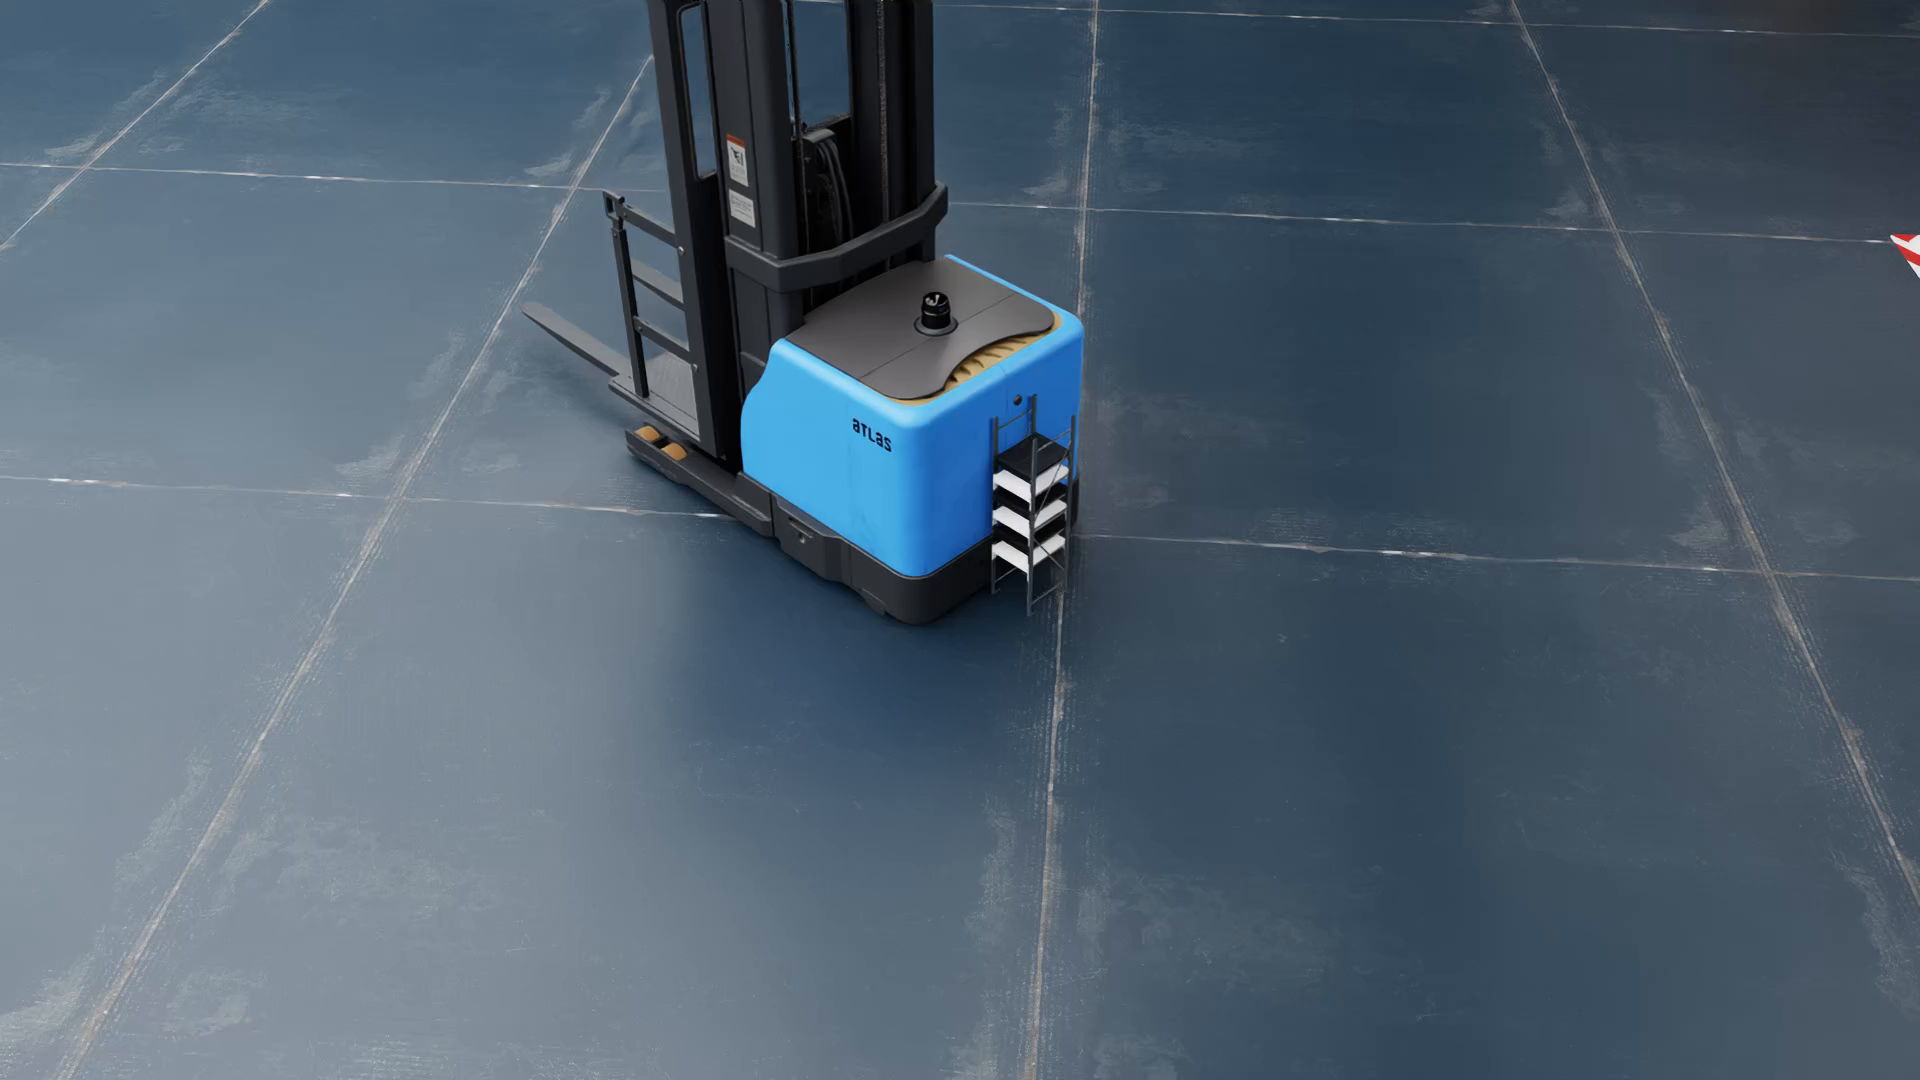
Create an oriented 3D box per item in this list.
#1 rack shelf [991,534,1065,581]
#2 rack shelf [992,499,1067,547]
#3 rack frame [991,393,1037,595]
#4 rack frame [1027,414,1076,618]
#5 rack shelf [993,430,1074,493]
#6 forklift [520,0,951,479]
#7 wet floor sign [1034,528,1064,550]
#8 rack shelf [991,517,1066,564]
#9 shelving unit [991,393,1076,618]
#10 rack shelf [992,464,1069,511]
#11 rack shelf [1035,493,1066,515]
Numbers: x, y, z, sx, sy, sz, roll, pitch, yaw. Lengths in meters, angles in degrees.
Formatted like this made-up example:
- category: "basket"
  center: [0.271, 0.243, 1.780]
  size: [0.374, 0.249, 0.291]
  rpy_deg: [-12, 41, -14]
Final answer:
- category: "rack shelf"
  center: [0.289, 0.038, 6.828]
  size: [0.200, 0.077, 0.258]
  rpy_deg: [32, 49, 33]
- category: "rack shelf"
  center: [0.289, -0.101, 6.714]
  size: [0.200, 0.077, 0.258]
  rpy_deg: [32, 49, 33]
- category: "rack frame"
  center: [0.216, -0.172, 6.749]
  size: [0.006, 0.900, 0.240]
  rpy_deg: [32, 49, 33]
- category: "rack frame"
  center: [0.361, -0.082, 6.638]
  size: [0.006, 0.900, 0.240]
  rpy_deg: [32, 49, 33]
- category: "rack shelf"
  center: [0.289, -0.311, 6.544]
  size: [0.200, 0.077, 0.258]
  rpy_deg: [32, 49, 33]
- category: "forklift"
  center: [-0.925, -1.615, 6.963]
  size: [2.937, 2.867, 1.118]
  rpy_deg: [32, 49, 33]
- category: "wet floor sign"
  center: [2.427, 3.568, 2.356]
  size: [8.923, 0.644, 8.776]
  rpy_deg: [16, 42, 19]
- category: "rack shelf"
  center: [0.289, -0.032, 6.771]
  size: [0.200, 0.077, 0.258]
  rpy_deg: [32, 49, 33]
- category: "shelving unit"
  center: [0.289, -0.127, 6.693]
  size: [0.210, 0.900, 0.258]
  rpy_deg: [32, 49, 33]
- category: "rack shelf"
  center: [0.289, -0.241, 6.601]
  size: [0.200, 0.077, 0.258]
  rpy_deg: [32, 49, 33]
- category: "rack shelf"
  center: [0.289, -0.183, 6.648]
  size: [0.184, 0.015, 0.199]
  rpy_deg: [32, 49, 33]
